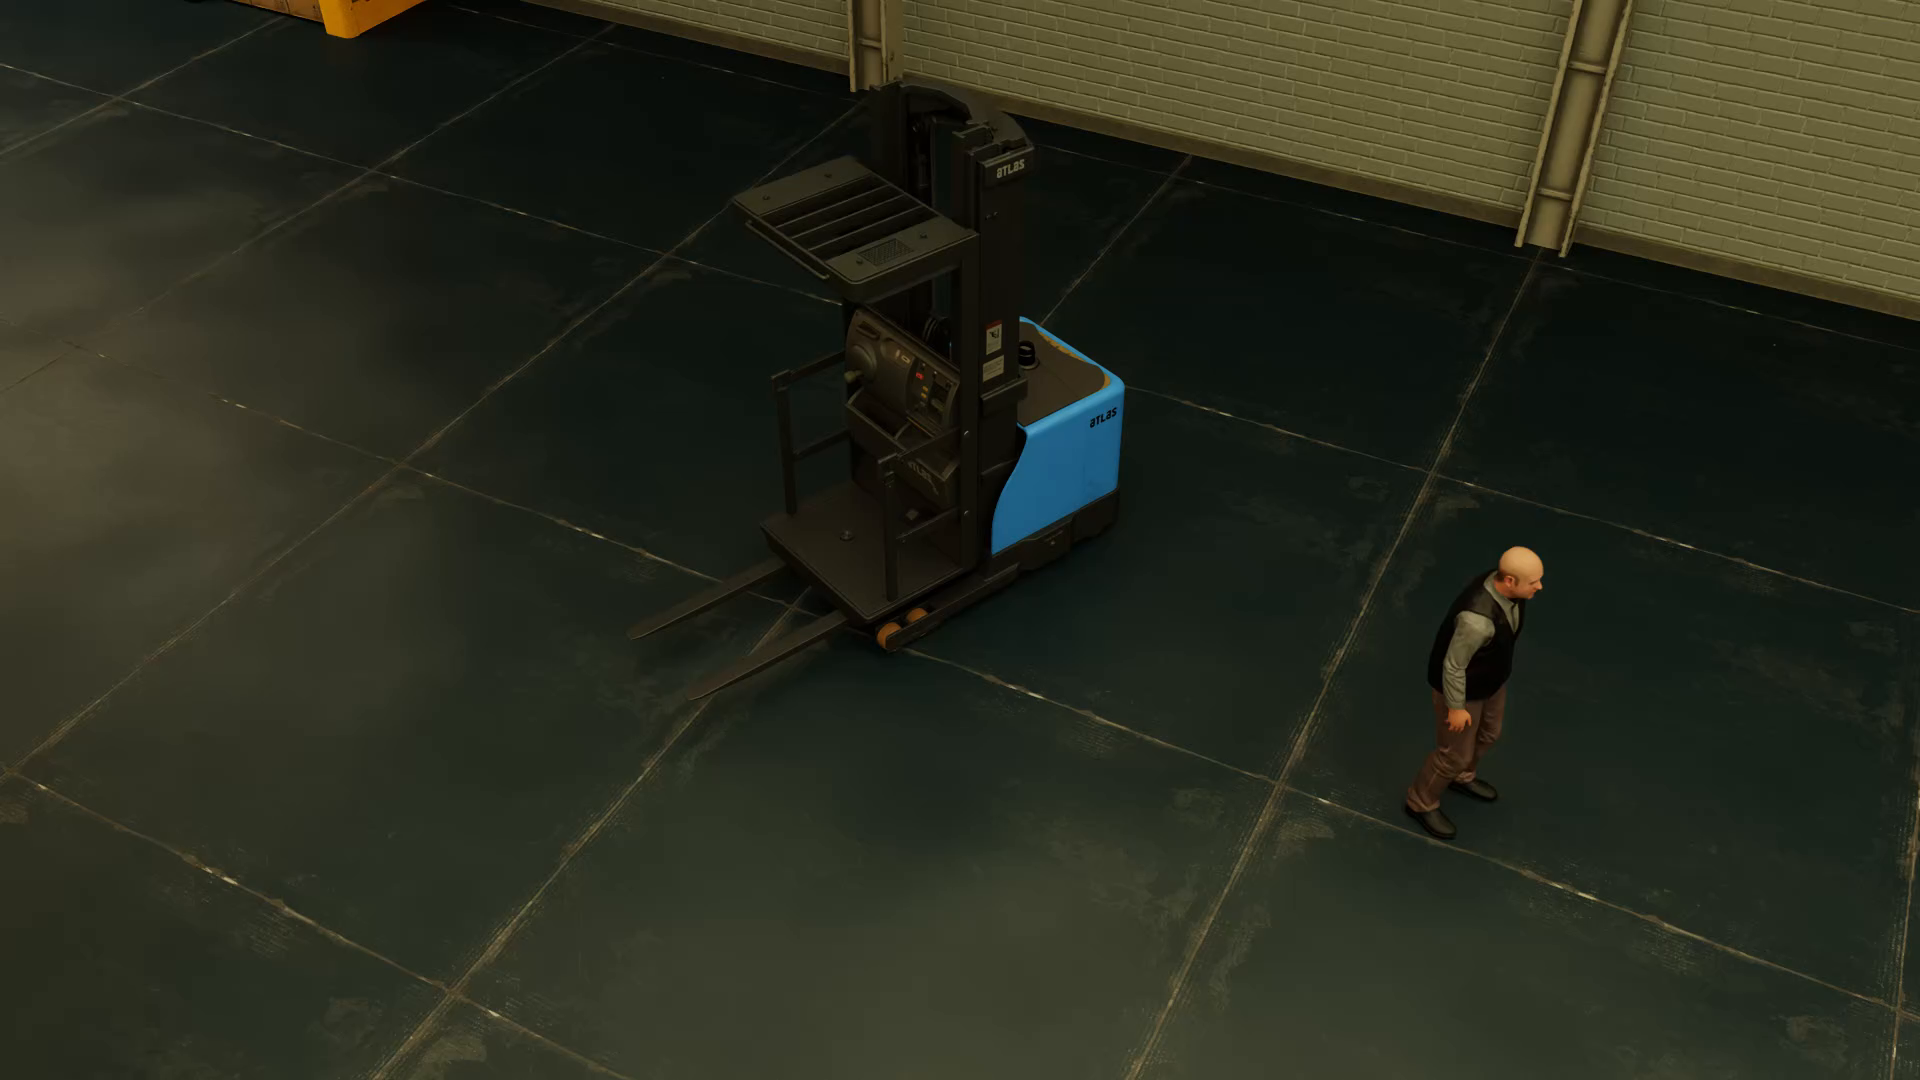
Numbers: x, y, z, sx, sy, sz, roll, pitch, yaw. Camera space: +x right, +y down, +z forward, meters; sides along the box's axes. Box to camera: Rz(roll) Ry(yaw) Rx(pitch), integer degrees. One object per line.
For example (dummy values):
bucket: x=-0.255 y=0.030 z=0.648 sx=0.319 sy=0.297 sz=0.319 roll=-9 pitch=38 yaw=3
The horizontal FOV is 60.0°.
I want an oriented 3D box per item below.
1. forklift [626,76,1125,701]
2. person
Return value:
forklift: x=-0.484 y=-0.870 z=9.019 sx=3.031 sy=2.935 sz=1.130 roll=-27 pitch=47 yaw=-29
person: x=2.506 y=0.696 z=8.106 sx=0.442 sy=1.724 sz=0.586 roll=29 pitch=48 yaw=30
